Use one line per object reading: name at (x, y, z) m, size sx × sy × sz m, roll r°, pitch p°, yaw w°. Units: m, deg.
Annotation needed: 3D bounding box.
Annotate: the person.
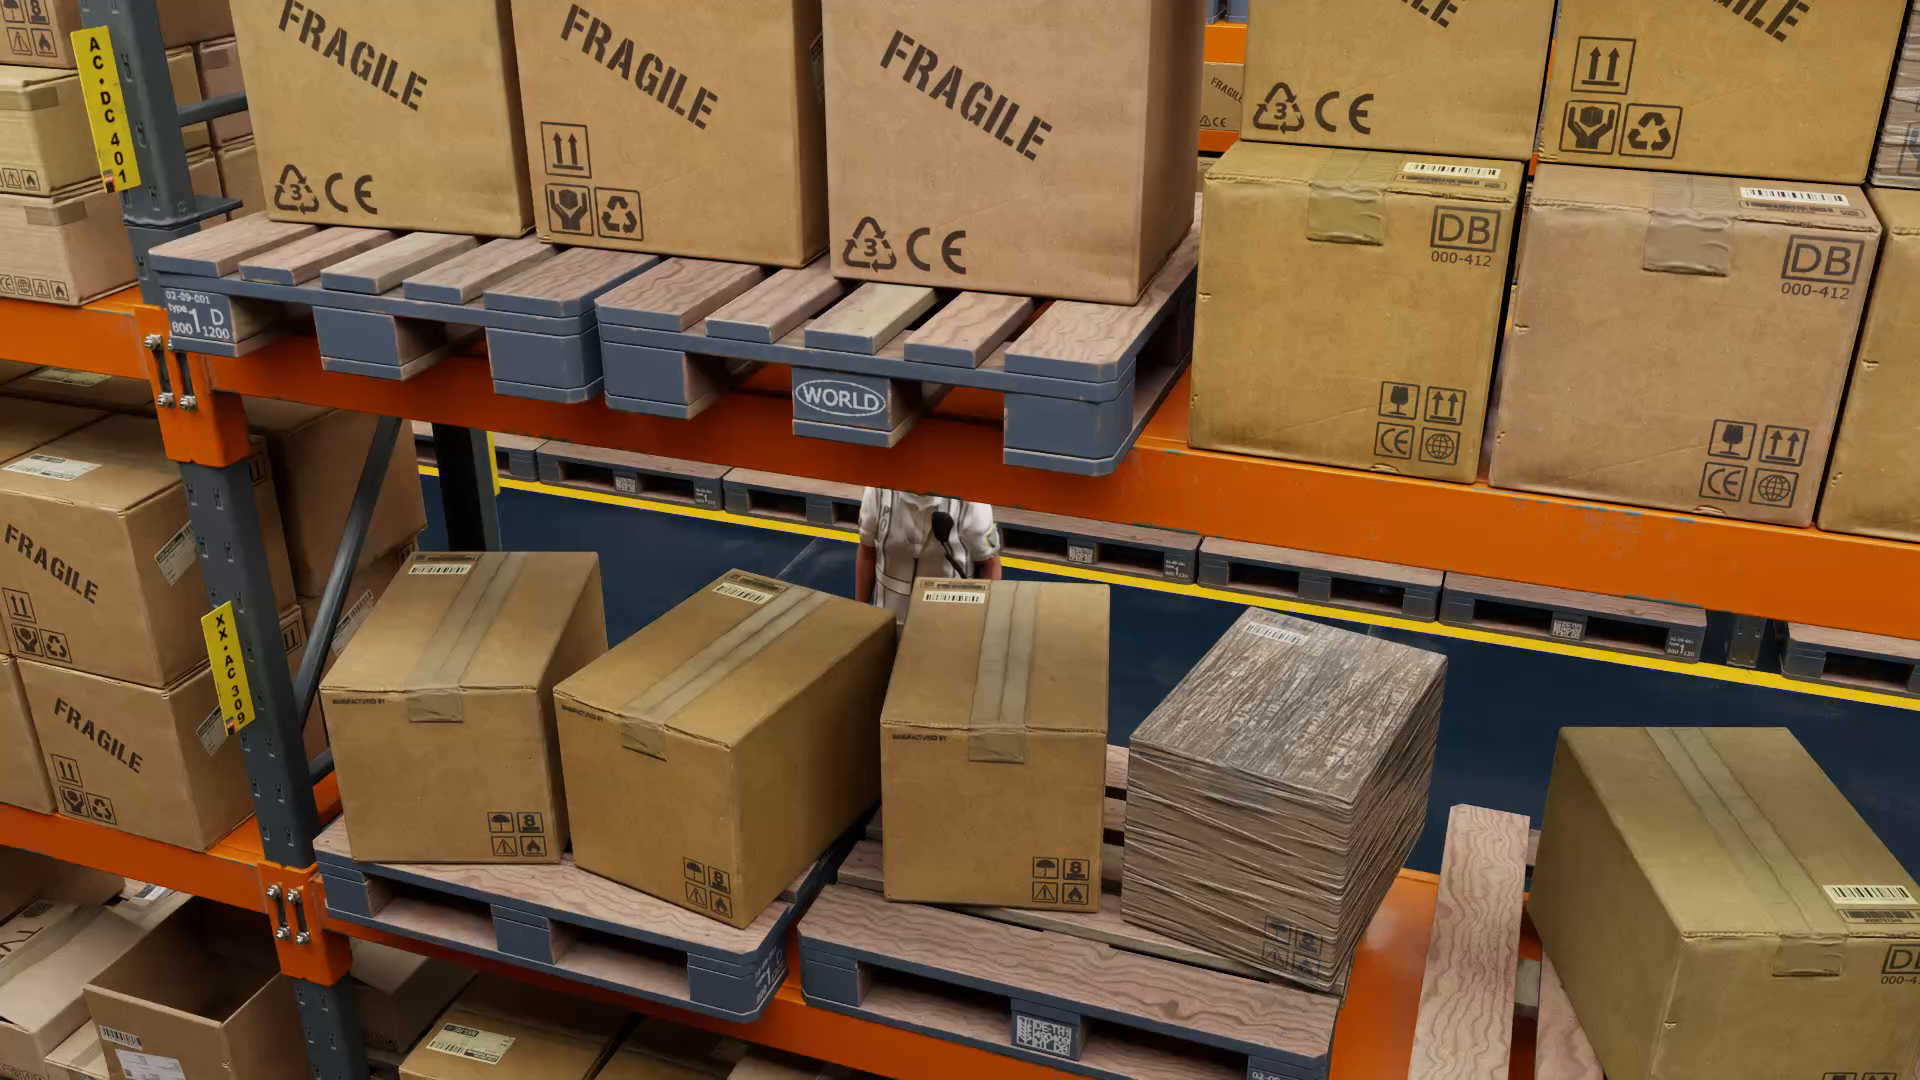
person at (-0.132, 0.308, 6.459) m, size 0.588 × 1.746 × 0.436 m, roll 8°, pitch 27°, yaw 15°
